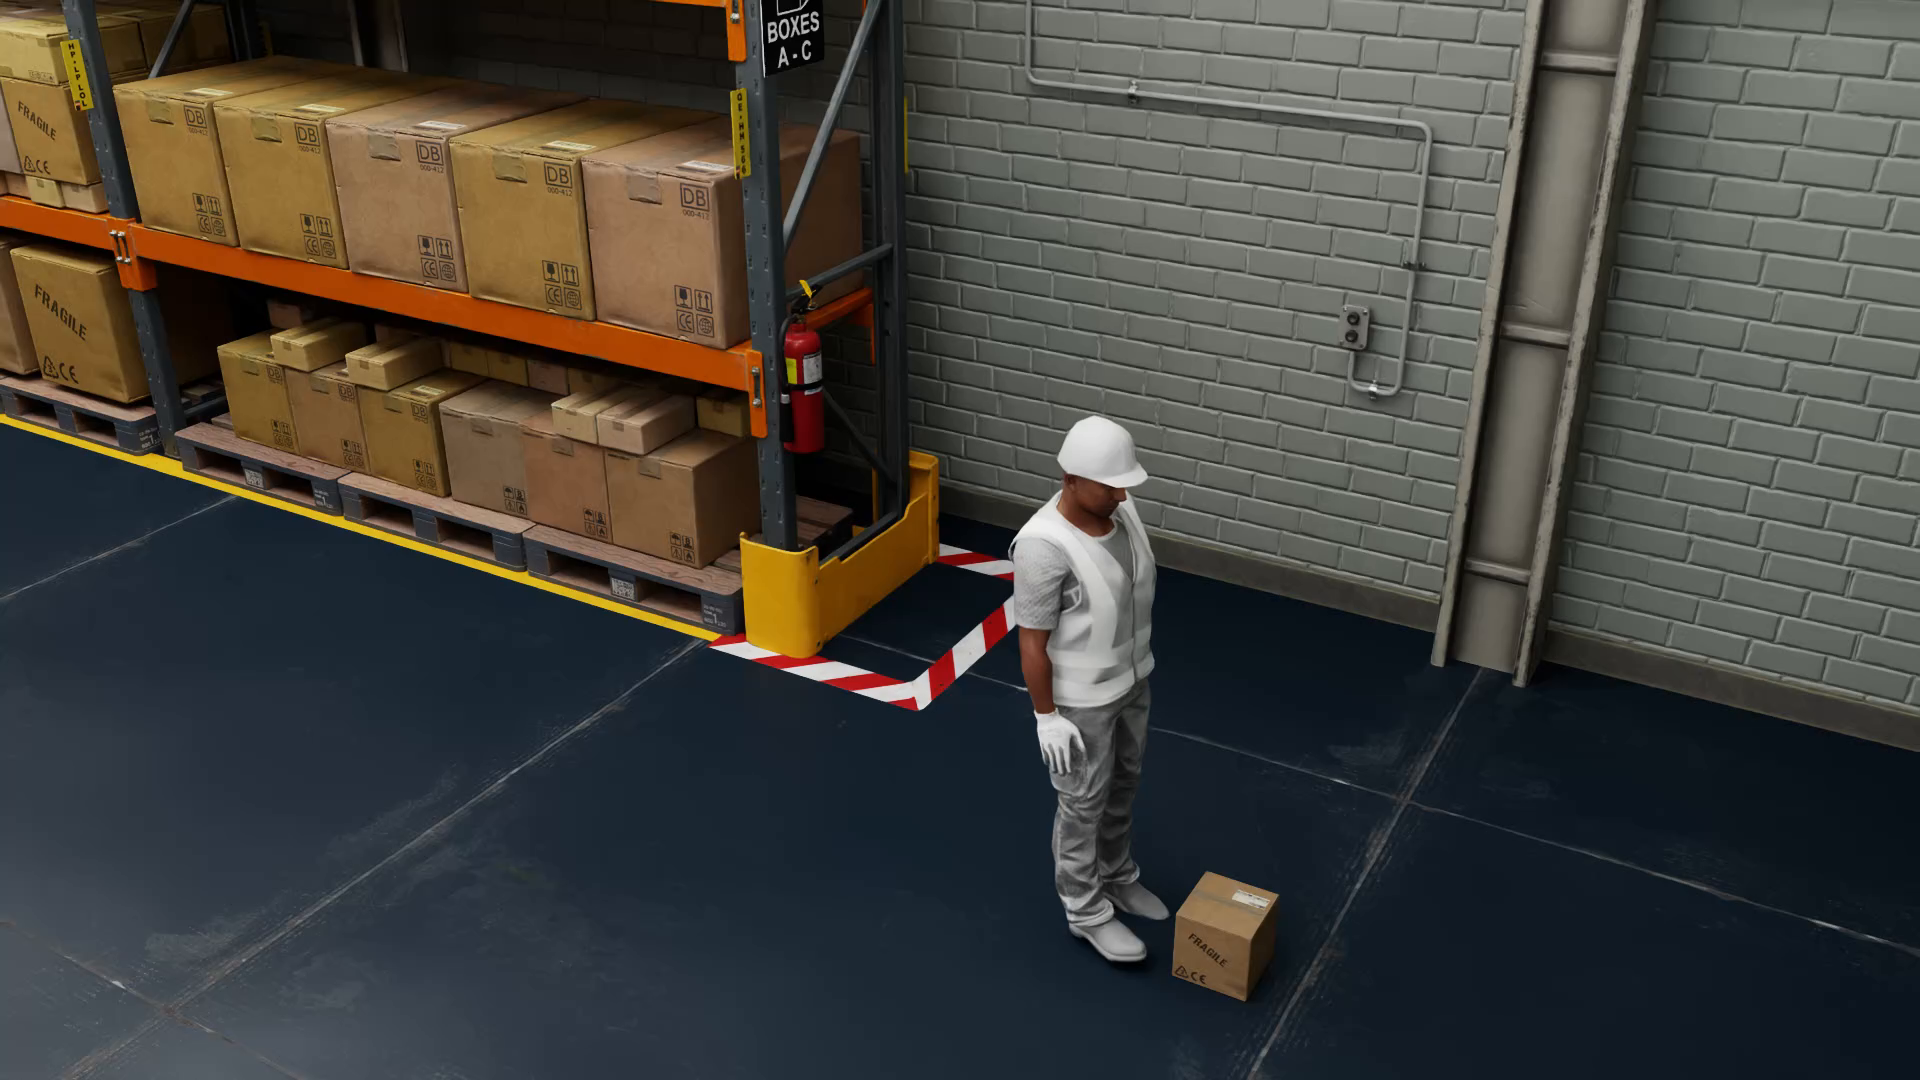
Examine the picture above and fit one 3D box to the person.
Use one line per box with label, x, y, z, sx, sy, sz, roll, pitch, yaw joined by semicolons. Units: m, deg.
person;0.450;0.485;5.126;0.485;1.834;0.590;18;31;32
